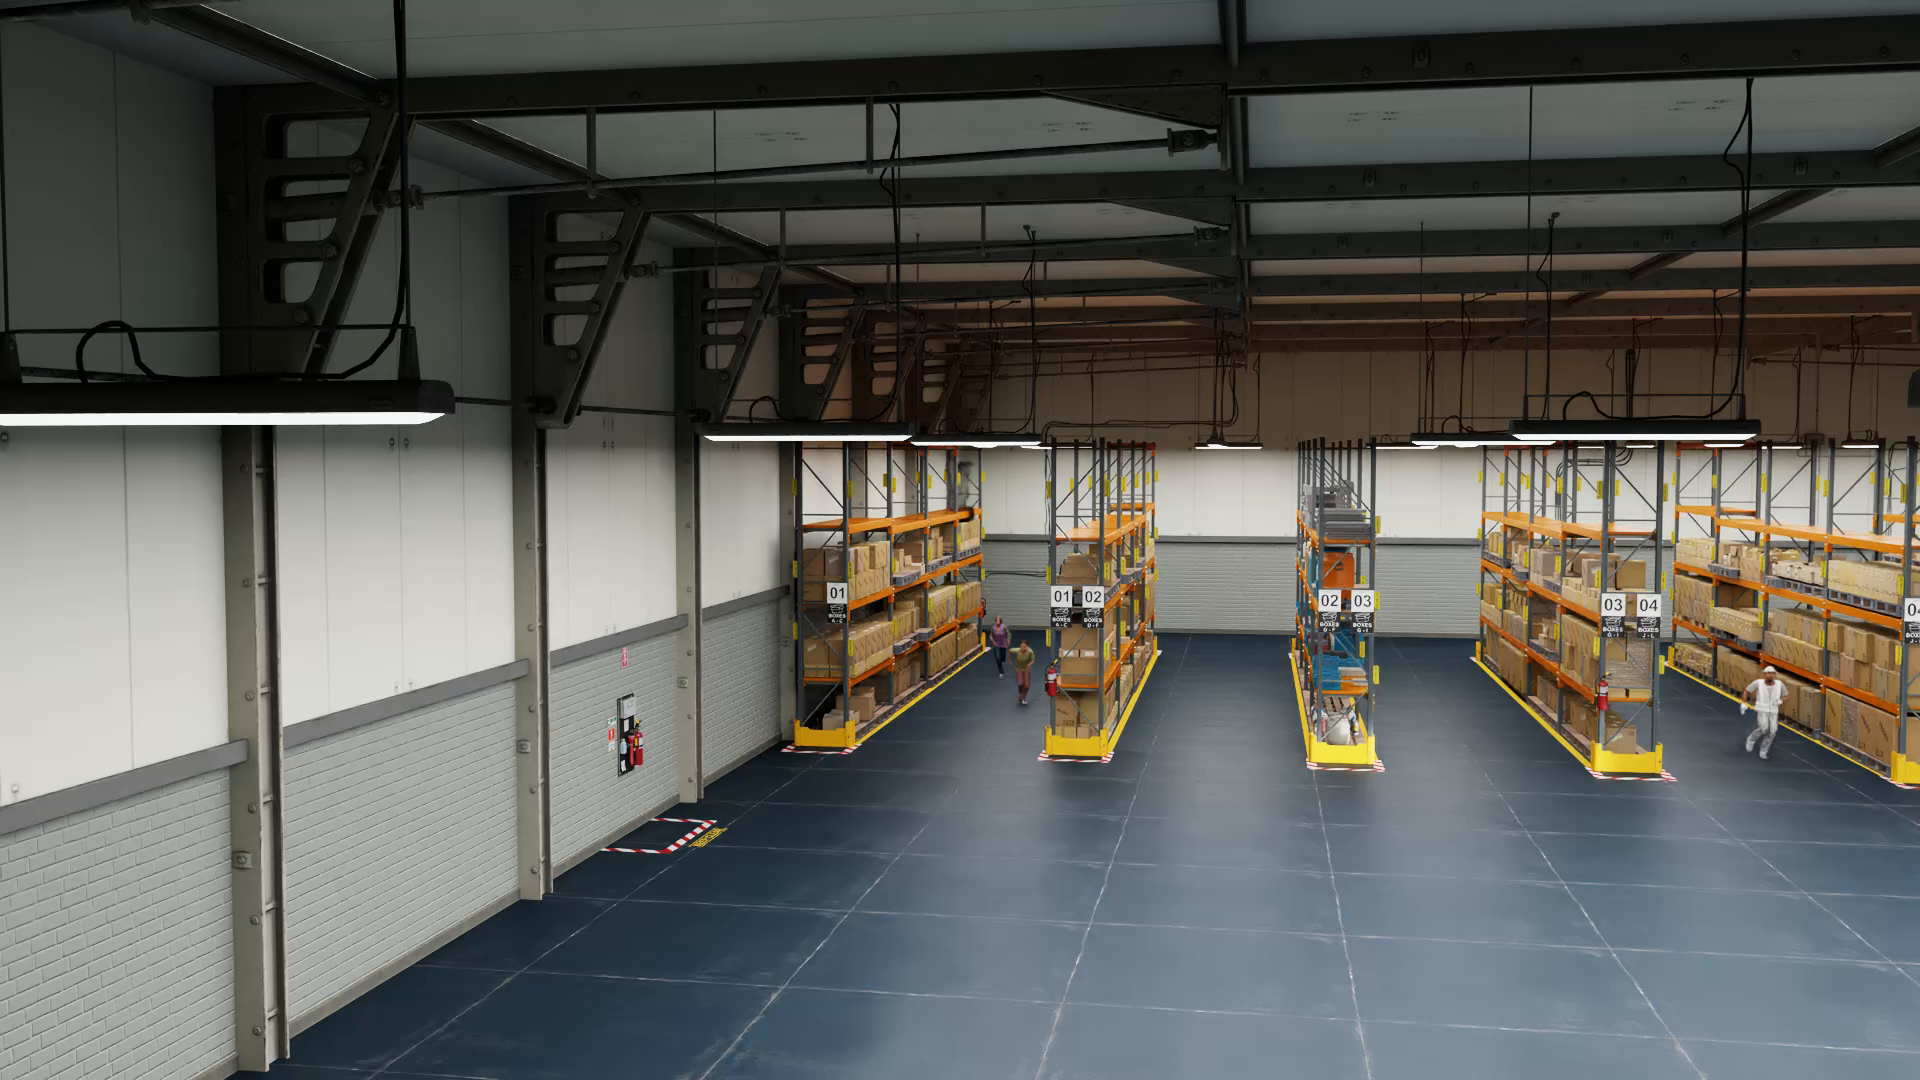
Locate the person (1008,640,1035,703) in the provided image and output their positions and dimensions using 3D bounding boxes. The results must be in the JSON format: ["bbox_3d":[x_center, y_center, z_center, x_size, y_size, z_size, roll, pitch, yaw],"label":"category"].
[{"bbox_3d":[1.384,2.983,37.641,0.606,1.503,0.804,0,3,-2],"label":"person"}]

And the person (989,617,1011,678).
[{"bbox_3d":[1.018,2.725,42.429,0.554,1.566,0.666,0,3,5],"label":"person"}]

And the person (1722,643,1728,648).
[{"bbox_3d":[20.878,2.514,45.067,0.660,1.635,0.907,-1,3,-24],"label":"person"}]

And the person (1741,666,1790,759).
[{"bbox_3d":[15.089,3.224,31.125,0.808,1.734,0.561,0,3,1],"label":"person"}]
